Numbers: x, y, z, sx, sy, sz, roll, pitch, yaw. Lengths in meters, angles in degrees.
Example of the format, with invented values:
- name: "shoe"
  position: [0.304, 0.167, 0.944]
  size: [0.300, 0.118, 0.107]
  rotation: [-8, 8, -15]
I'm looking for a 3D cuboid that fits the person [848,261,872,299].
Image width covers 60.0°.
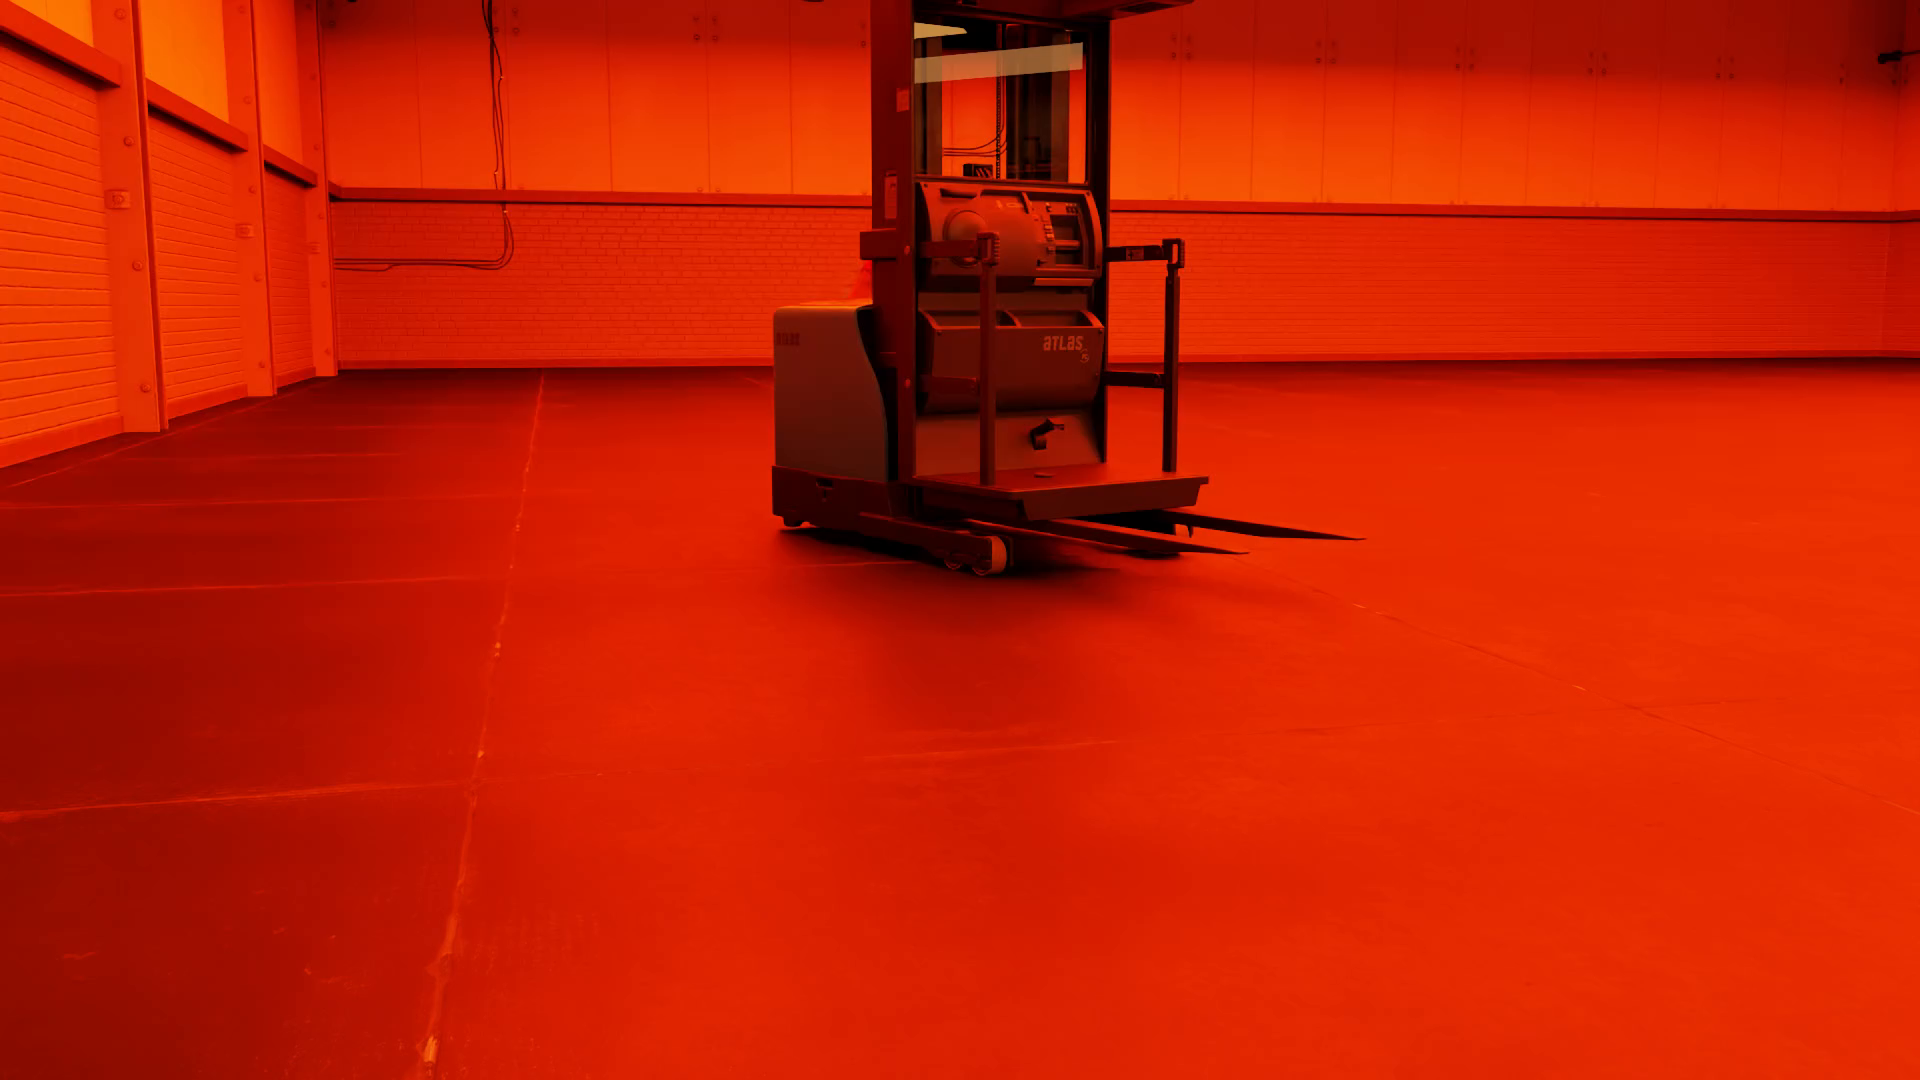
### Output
- name: "person"
  position: [-0.231, -1.001, 9.060]
  size: [0.723, 1.692, 0.732]
  rotation: [2, 8, 13]

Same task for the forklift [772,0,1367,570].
- name: "forklift"
  position: [0.355, -1.383, 7.015]
  size: [1.130, 2.935, 3.031]
  rotation: [-6, 10, -35]
